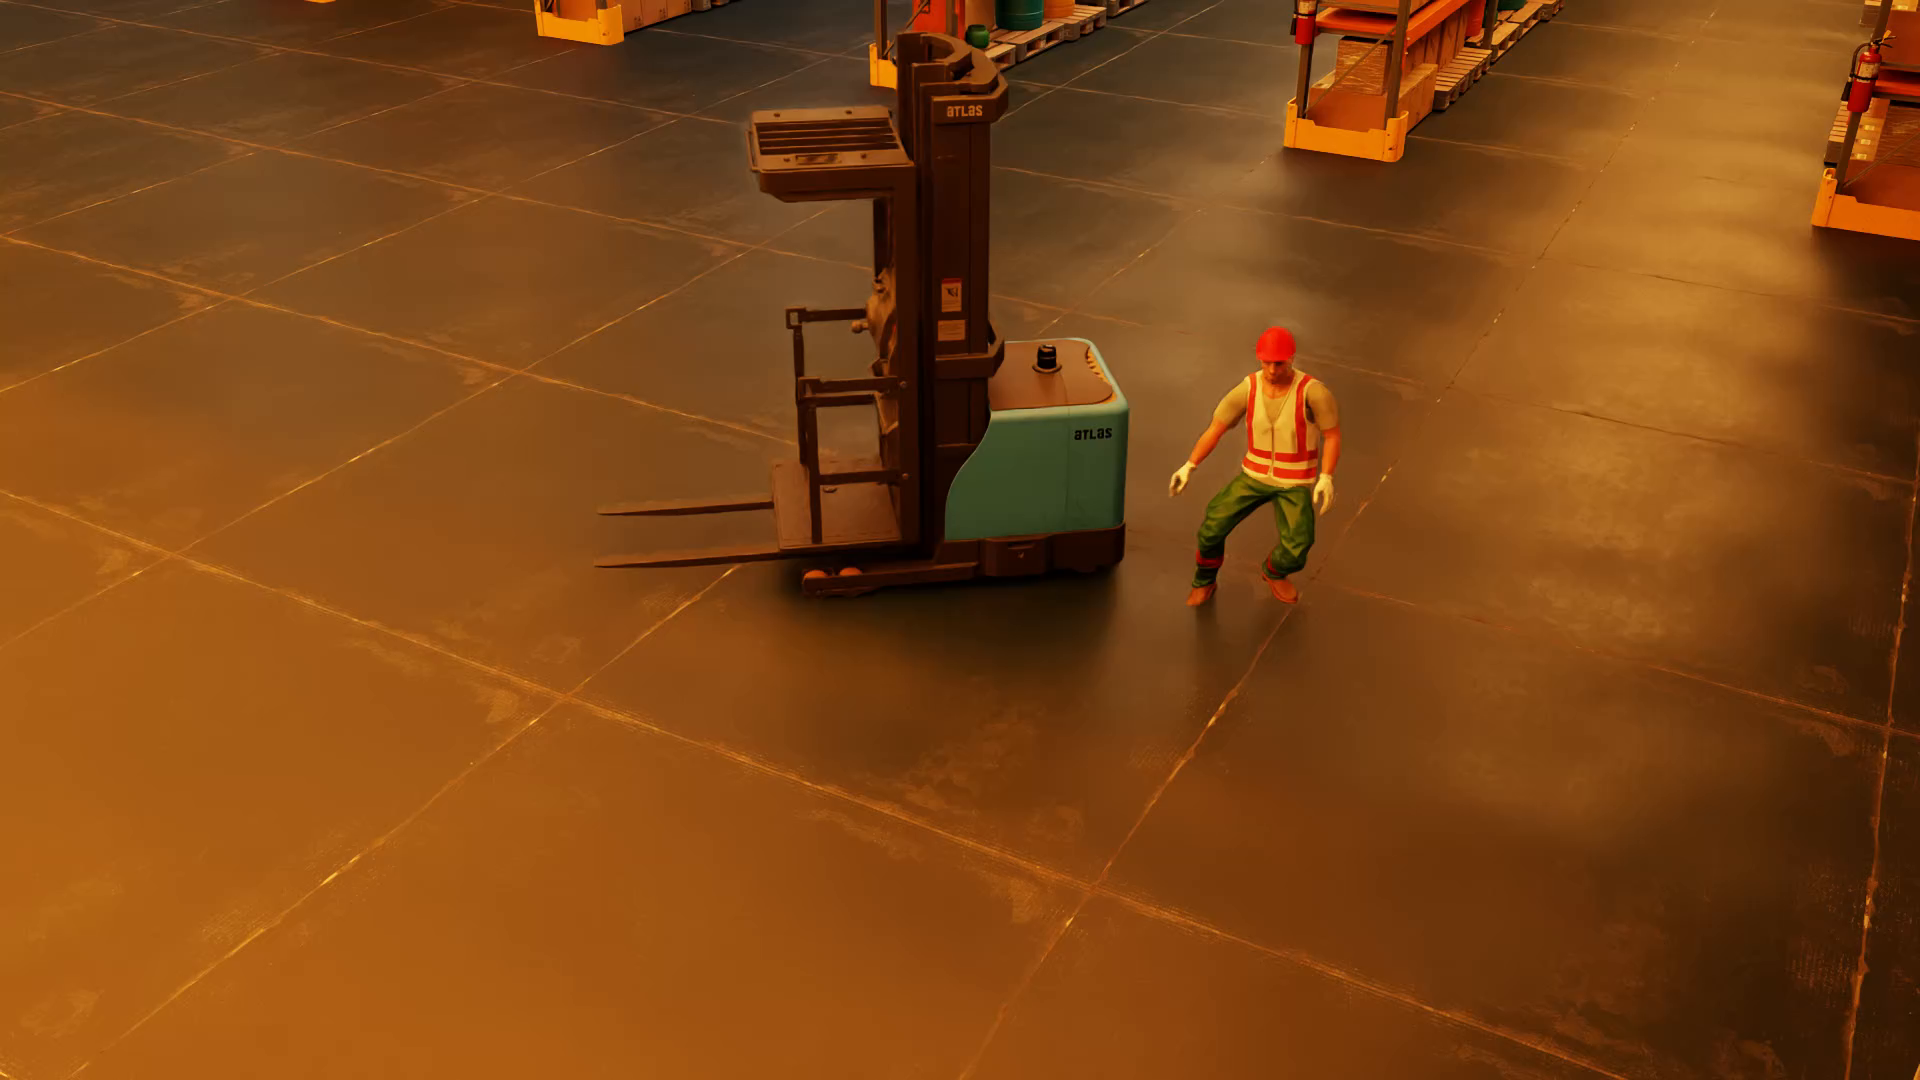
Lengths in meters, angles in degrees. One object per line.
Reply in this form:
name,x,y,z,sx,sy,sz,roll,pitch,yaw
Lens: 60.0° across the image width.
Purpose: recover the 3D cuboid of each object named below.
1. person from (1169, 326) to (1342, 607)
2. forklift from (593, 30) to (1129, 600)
person,1.613,-0.320,8.949,0.858,1.699,0.554,16,33,25
forklift,-0.610,-1.213,9.173,3.031,2.935,1.130,-4,30,-8
